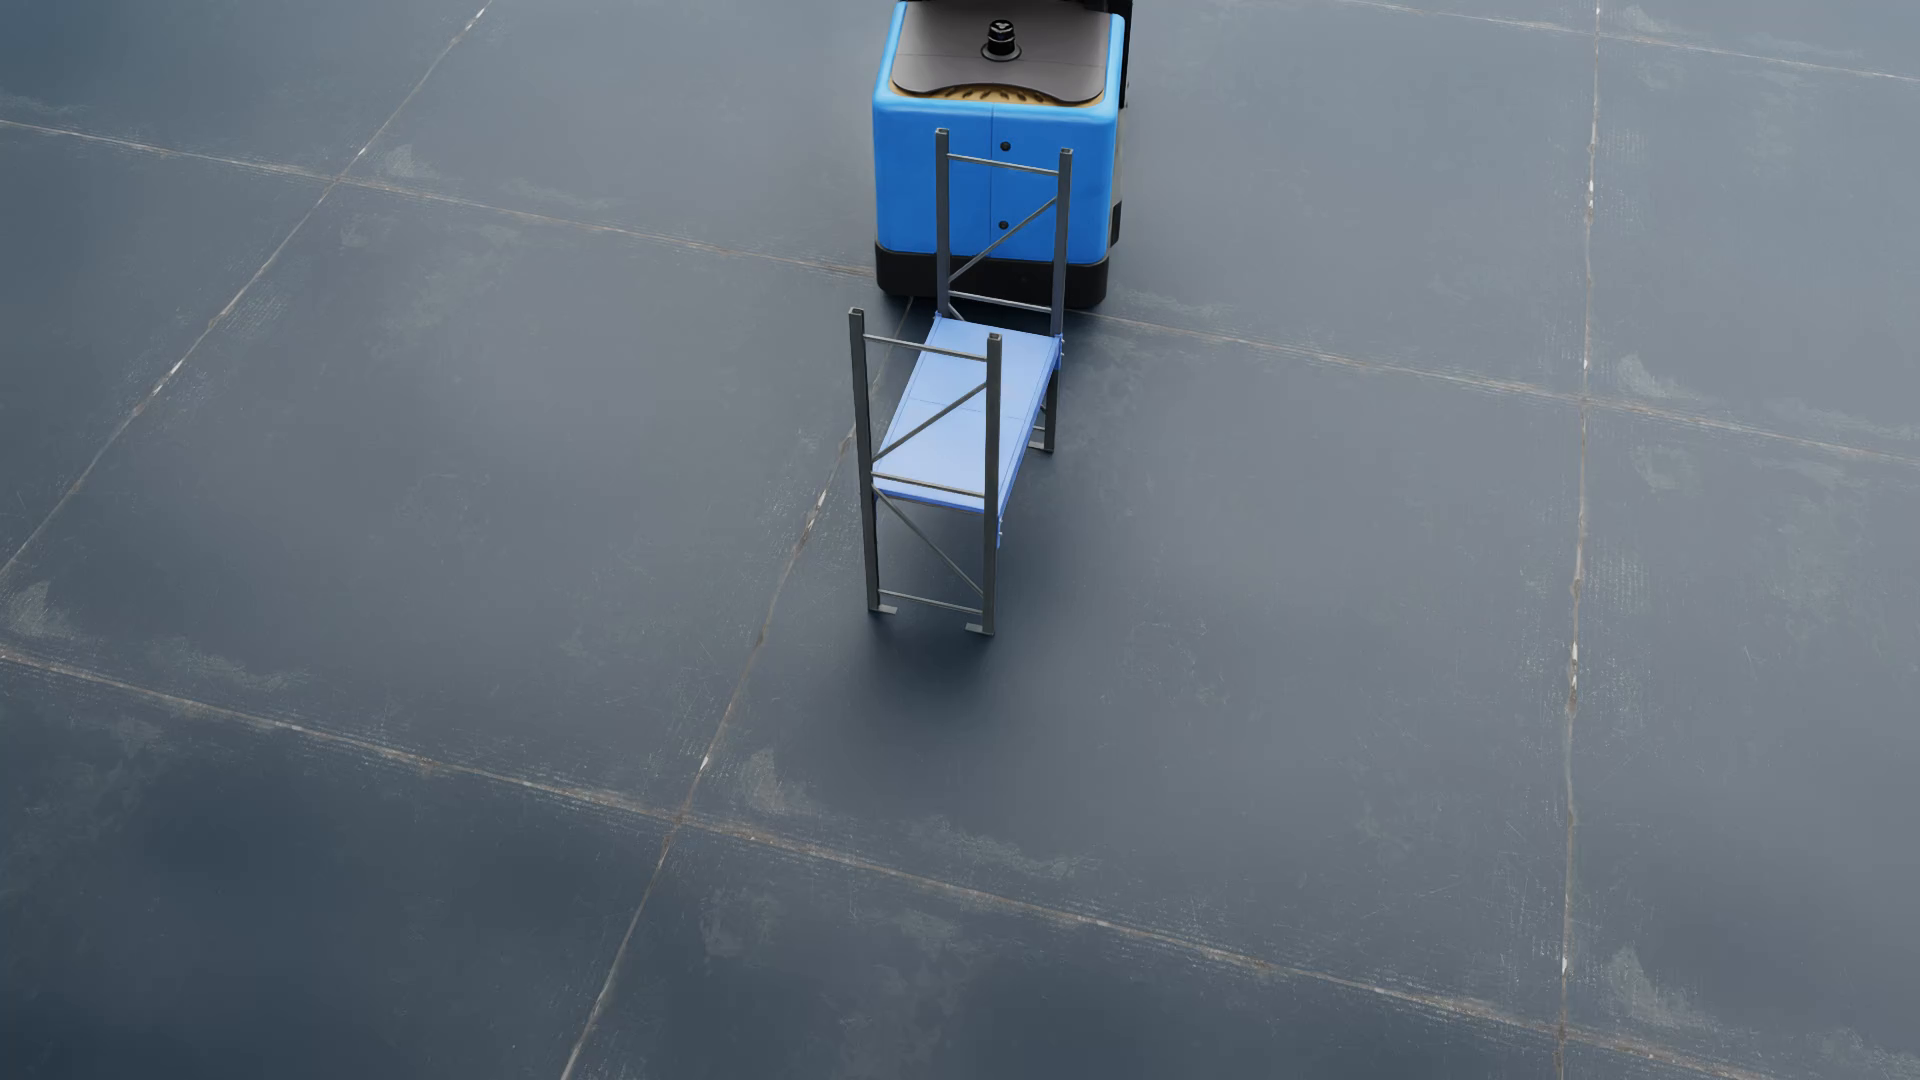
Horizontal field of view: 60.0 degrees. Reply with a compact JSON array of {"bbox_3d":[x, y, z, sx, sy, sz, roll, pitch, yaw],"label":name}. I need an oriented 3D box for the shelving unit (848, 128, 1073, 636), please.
[{"bbox_3d":[0.022,-0.558,6.161,0.538,1.500,1.048,12,50,10],"label":"shelving unit"}]

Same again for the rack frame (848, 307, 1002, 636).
[{"bbox_3d":[-0.111,-0.190,5.836,0.500,1.500,0.032,12,50,10],"label":"rack frame"}]

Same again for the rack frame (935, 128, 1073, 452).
[{"bbox_3d":[0.156,-0.926,6.486,0.500,1.500,0.032,12,50,10],"label":"rack frame"}]

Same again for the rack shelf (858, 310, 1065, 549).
[{"bbox_3d":[0.022,-0.439,6.296,0.538,0.185,1.000,12,50,10],"label":"rack shelf"}]
